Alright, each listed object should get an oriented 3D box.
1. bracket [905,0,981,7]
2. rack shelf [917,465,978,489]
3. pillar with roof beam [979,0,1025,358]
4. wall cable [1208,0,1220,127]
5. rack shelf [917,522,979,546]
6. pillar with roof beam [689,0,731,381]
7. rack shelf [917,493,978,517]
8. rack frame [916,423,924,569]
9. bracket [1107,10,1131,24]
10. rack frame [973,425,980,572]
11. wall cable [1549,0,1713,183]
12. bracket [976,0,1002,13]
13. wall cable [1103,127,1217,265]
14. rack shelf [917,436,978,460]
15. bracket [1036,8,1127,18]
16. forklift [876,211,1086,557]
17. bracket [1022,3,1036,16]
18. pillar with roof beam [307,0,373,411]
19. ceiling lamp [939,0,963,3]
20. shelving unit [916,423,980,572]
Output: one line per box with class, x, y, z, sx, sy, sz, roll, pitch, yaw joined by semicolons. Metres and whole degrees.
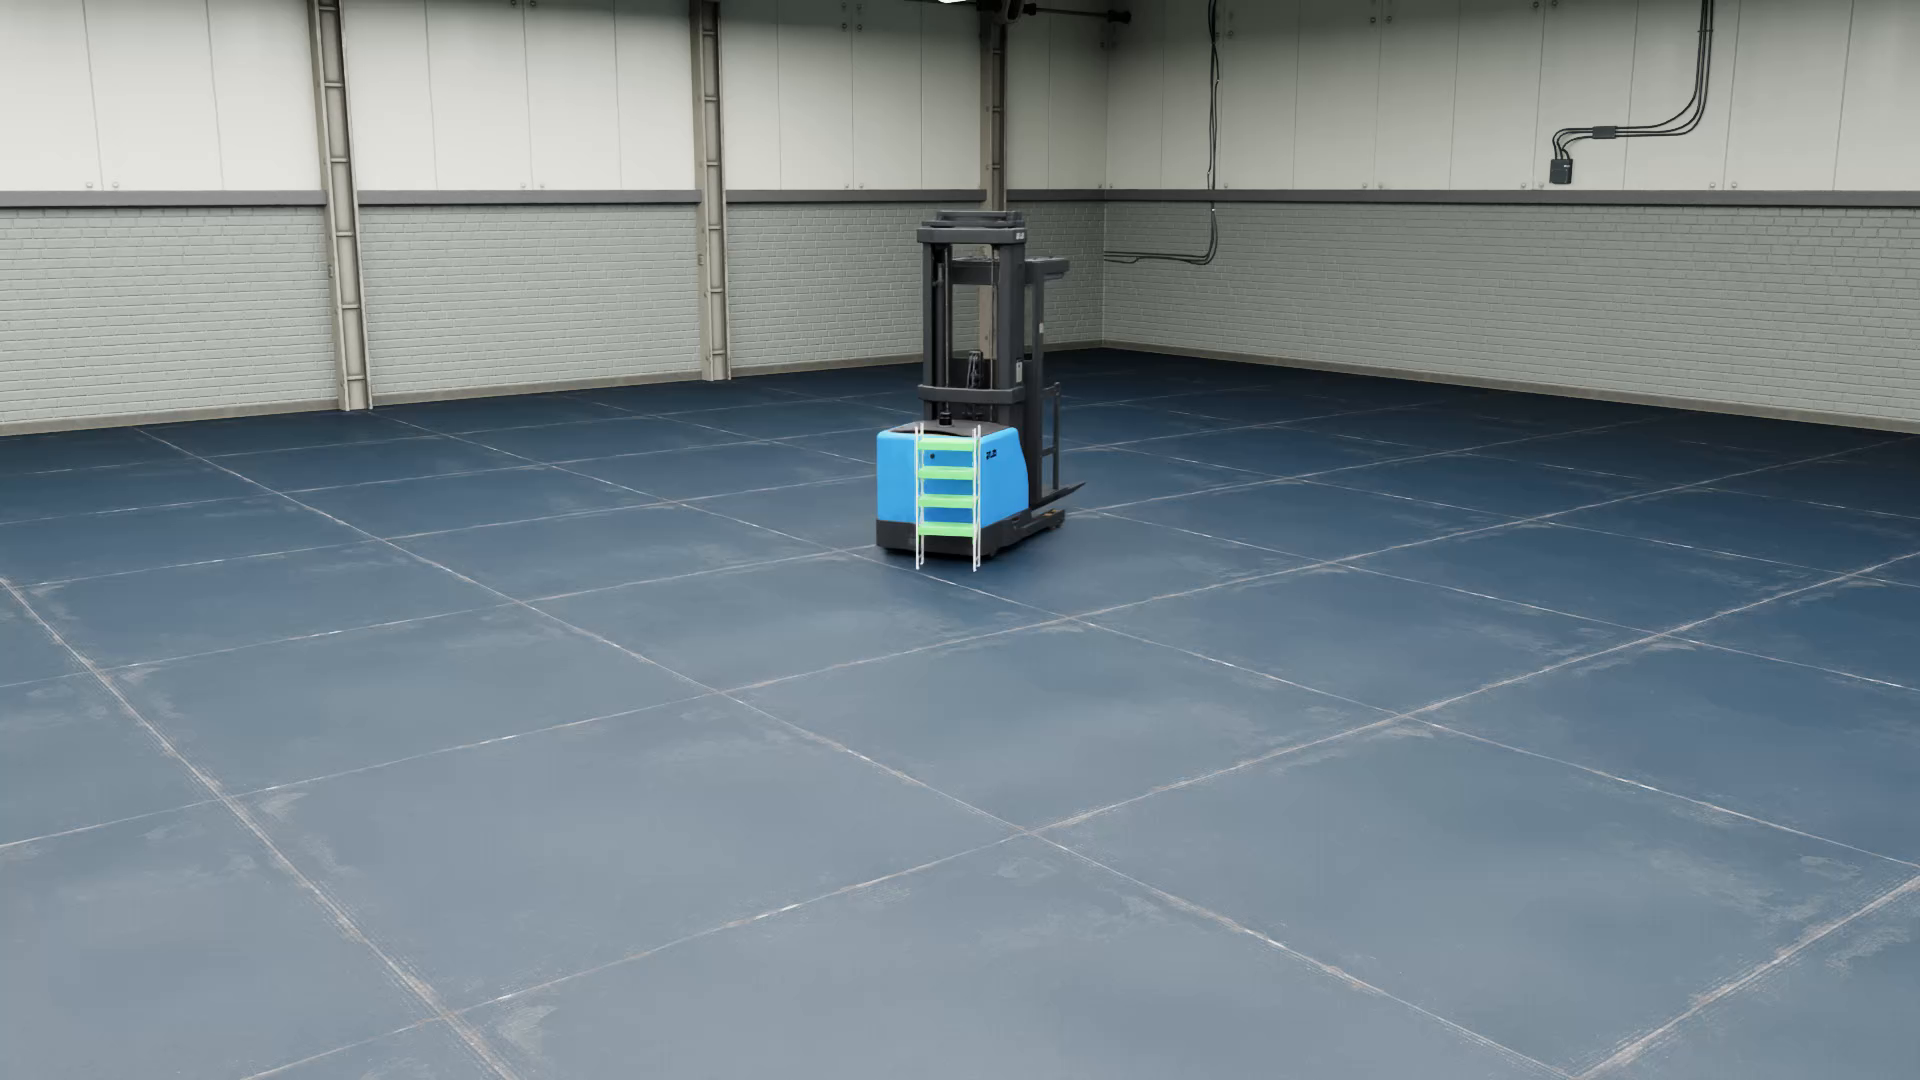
bracket;-1.500;-9.178;28.023;4.783;0.066;0.076;-9;15;-38
rack shelf;-0.099;-0.530;13.886;0.480;0.148;0.258;2;12;10
pillar with roof beam;3.304;-7.165;27.208;0.548;9.000;9.100;-9;15;-38
wall cable;5.431;-8.544;29.018;0.112;2.526;3.097;-9;15;-38
rack shelf;-0.099;-0.060;13.986;0.480;0.148;0.258;2;12;10
pillar with roof beam;-1.381;-6.387;23.541;0.548;9.000;9.100;-9;15;-38
rack shelf;-0.099;-0.295;13.936;0.480;0.148;0.258;2;12;10
rack frame;-0.338;-0.367;13.967;0.015;1.200;0.240;2;12;10
bracket;3.011;-9.928;31.553;0.430;0.232;0.235;-9;15;-38
rack frame;0.141;-0.348;13.879;0.015;1.200;0.240;2;12;10
wall cable;9.659;-8.153;23.672;0.169;6.003;2.305;-9;15;-38
bracket;0.512;-9.513;29.597;0.430;0.232;0.235;-9;15;-38
wall cable;3.741;-6.512;31.609;0.112;2.526;3.097;-9;15;-38
rack shelf;-0.099;-0.764;13.837;0.480;0.148;0.258;2;12;10
bracket;2.550;-9.851;31.192;3.189;0.066;0.076;-9;15;-38
forklift;0.341;-1.551;15.377;1.130;2.935;3.031;5;13;24
bracket;1.161;-9.620;30.104;0.430;0.232;0.235;-9;15;-38
pillar with roof beam;-6.066;-5.608;19.875;0.400;9.000;9.100;-9;15;-38
ceiling lamp;0.564;-9.447;23.900;0.800;3.185;2.000;-9;15;-38
shelving unit;-0.099;-0.357;13.923;0.503;1.200;0.258;2;12;10
